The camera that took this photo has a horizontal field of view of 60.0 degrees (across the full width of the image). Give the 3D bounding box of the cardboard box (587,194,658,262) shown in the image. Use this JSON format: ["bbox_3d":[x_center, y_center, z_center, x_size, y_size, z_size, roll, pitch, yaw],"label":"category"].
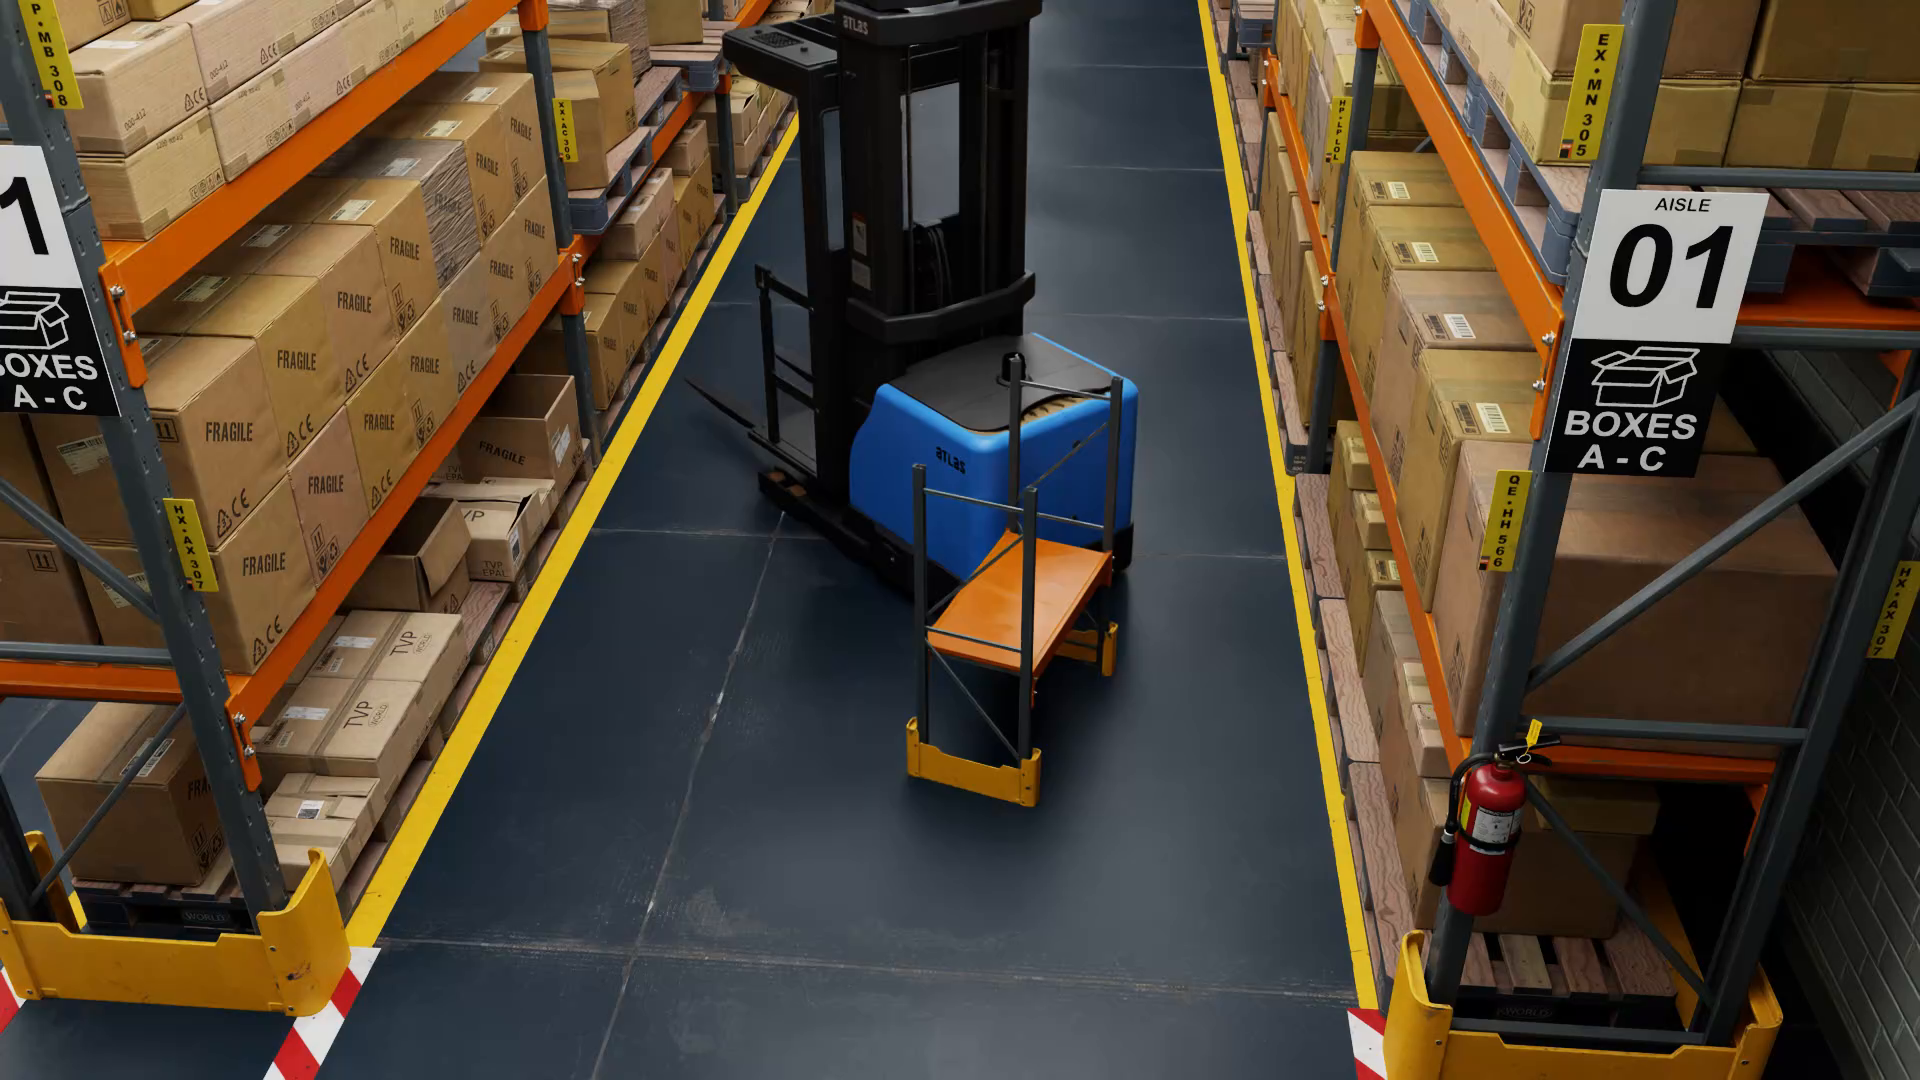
[{"bbox_3d":[-2.183,-1.936,10.281,0.500,0.250,0.500,3,32,4],"label":"cardboard box"}]

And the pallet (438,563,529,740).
[{"bbox_3d":[-2.700,0.458,7.806,1.003,0.211,1.213,2,32,4],"label":"pallet"}]

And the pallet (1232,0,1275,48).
[{"bbox_3d":[2.668,-3.906,12.412,1.213,0.211,1.003,2,32,4],"label":"pallet"}]

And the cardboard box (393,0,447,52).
[{"bbox_3d":[-2.405,-2.153,6.668,0.500,0.250,0.500,2,32,4],"label":"cardboard box"}]

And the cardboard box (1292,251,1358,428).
[{"bbox_3d":[2.314,-1.128,9.370,0.750,0.750,0.750,3,32,5],"label":"cardboard box"}]

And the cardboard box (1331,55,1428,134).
[{"bbox_3d":[2.174,-2.271,8.463,0.500,0.250,0.500,3,32,5],"label":"cardboard box"}]

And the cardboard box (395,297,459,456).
[{"bbox_3d":[-2.451,-0.694,6.921,0.500,0.500,0.500,3,32,5],"label":"cardboard box"}]

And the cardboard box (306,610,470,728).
[{"bbox_3d":[-2.464,0.551,7.198,0.500,0.250,0.500,2,32,4],"label":"cardboard box"}]

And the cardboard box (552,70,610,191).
[{"bbox_3d":[-2.285,-2.188,8.945,0.700,0.500,0.500,-8,33,-13],"label":"cardboard box"}]

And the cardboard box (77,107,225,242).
[{"bbox_3d":[-2.577,-1.108,4.972,0.500,0.250,0.500,2,32,4],"label":"cardboard box"}]

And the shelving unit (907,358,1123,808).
[{"bbox_3d":[0.250,0.161,7.059,0.587,1.500,1.083,13,34,19],"label":"shelving unit"}]

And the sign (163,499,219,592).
[{"bbox_3d":[-2.332,0.018,5.037,0.100,0.325,0.005,2,32,4],"label":"sign"}]

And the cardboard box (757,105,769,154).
[{"bbox_3d":[-1.846,-3.352,13.551,0.500,0.250,0.500,2,32,3],"label":"cardboard box"}]

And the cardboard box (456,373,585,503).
[{"bbox_3d":[-2.310,-0.541,8.733,0.500,0.500,0.500,2,32,4],"label":"cardboard box"}]

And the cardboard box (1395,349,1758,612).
[{"bbox_3d":[2.145,-0.203,5.934,0.980,0.700,0.700,2,32,4],"label":"cardboard box"}]

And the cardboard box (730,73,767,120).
[{"bbox_3d":[-1.851,-3.603,13.424,0.500,0.311,0.500,2,32,3],"label":"cardboard box"}]

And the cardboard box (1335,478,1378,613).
[{"bbox_3d":[2.183,0.016,7.847,0.700,0.500,0.500,2,32,3],"label":"cardboard box"}]

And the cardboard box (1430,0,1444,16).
[{"bbox_3d":[1.982,-2.069,6.036,0.500,0.250,0.500,2,32,3],"label":"cardboard box"}]

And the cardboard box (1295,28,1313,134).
[{"bbox_3d":[2.294,-2.739,9.938,0.500,0.500,0.500,3,32,5],"label":"cardboard box"}]

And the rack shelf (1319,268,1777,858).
[{"bbox_3d":[2.228,-0.167,6.847,1.077,0.370,4.000,2,32,4],"label":"rack shelf"}]

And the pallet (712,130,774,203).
[{"bbox_3d":[-2.115,-3.062,13.517,1.003,0.211,1.213,2,32,4],"label":"pallet"}]

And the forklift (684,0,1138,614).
[{"bbox_3d":[-0.443,-1.524,8.429,1.130,2.935,3.031,-23,38,-32],"label":"forklift"}]

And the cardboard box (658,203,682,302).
[{"bbox_3d":[-2.142,-1.899,10.935,0.500,0.500,0.500,1,32,2],"label":"cardboard box"}]

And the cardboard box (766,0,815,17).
[{"bbox_3d":[-1.643,-4.934,15.584,0.500,0.311,0.500,2,32,4],"label":"cardboard box"}]

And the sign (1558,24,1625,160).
[{"bbox_3d":[1.525,-1.078,4.012,0.100,0.325,0.005,2,32,4],"label":"sign"}]

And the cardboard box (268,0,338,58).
[{"bbox_3d":[-2.489,-1.843,5.689,0.500,0.250,0.500,2,32,4],"label":"cardboard box"}]

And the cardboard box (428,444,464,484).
[{"bbox_3d":[-2.797,-0.561,8.944,0.500,0.311,0.500,2,32,4],"label":"cardboard box"}]

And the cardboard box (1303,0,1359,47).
[{"bbox_3d":[2.307,-3.071,9.761,0.500,0.250,0.500,2,32,3],"label":"cardboard box"}]

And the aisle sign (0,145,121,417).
[{"bbox_3d":[-2.585,-0.695,4.541,0.394,0.787,0.004,2,32,4],"label":"aisle sign"}]

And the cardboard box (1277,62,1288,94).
[{"bbox_3d":[2.324,-3.083,11.114,0.380,0.149,0.250,3,32,5],"label":"cardboard box"}]

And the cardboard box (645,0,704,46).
[{"bbox_3d":[-2.160,-3.707,11.411,0.700,0.500,0.500,-8,33,-13],"label":"cardboard box"}]

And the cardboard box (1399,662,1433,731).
[{"bbox_3d":[1.871,0.603,6.276,0.380,0.149,0.250,3,32,5],"label":"cardboard box"}]

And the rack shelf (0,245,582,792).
[{"bbox_3d":[-2.710,-0.376,7.187,1.077,0.370,4.000,2,32,4],"label":"rack shelf"}]

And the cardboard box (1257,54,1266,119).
[{"bbox_3d":[2.925,-3.902,14.186,0.700,0.500,0.500,3,32,5],"label":"cardboard box"}]

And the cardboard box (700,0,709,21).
[{"bbox_3d":[-2.148,-3.970,12.418,0.500,0.311,0.500,4,32,7],"label":"cardboard box"}]

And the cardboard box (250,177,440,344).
[{"bbox_3d":[-2.452,-1.126,6.670,0.500,0.500,0.500,2,32,4],"label":"cardboard box"}]

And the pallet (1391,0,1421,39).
[{"bbox_3d":[2.314,-2.331,6.898,1.003,0.211,1.213,2,32,4],"label":"pallet"}]

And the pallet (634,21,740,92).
[{"bbox_3d":[-2.206,-3.381,11.560,1.213,0.211,1.003,2,32,4],"label":"pallet"}]

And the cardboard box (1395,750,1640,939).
[{"bbox_3d":[2.022,1.088,6.108,0.700,0.500,0.500,2,32,4],"label":"cardboard box"}]

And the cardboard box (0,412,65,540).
[{"bbox_3d":[-3.110,-0.349,5.410,0.500,0.500,0.500,2,32,4],"label":"cardboard box"}]

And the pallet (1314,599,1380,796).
[{"bbox_3d":[2.154,0.702,7.409,1.003,0.211,1.213,2,32,4],"label":"pallet"}]

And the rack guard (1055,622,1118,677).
[{"bbox_3d":[0.445,0.453,7.777,0.587,0.250,0.087,13,34,19],"label":"rack guard"}]

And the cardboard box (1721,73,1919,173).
[{"bbox_3d":[2.369,-1.233,4.680,0.500,0.250,0.500,4,32,7],"label":"cardboard box"}]

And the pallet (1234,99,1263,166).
[{"bbox_3d":[2.883,-3.468,14.176,1.003,0.211,1.213,2,32,4],"label":"pallet"}]

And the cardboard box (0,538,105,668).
[{"bbox_3d":[-3.107,0.075,5.674,0.500,0.500,0.500,3,32,5],"label":"cardboard box"}]

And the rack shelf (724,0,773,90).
[{"bbox_3d":[-2.058,-4.559,13.975,1.077,0.370,4.000,2,32,4],"label":"rack shelf"}]

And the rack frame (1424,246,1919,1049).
[{"bbox_3d":[2.065,0.573,4.961,1.000,3.000,0.127,2,32,4],"label":"rack frame"}]
